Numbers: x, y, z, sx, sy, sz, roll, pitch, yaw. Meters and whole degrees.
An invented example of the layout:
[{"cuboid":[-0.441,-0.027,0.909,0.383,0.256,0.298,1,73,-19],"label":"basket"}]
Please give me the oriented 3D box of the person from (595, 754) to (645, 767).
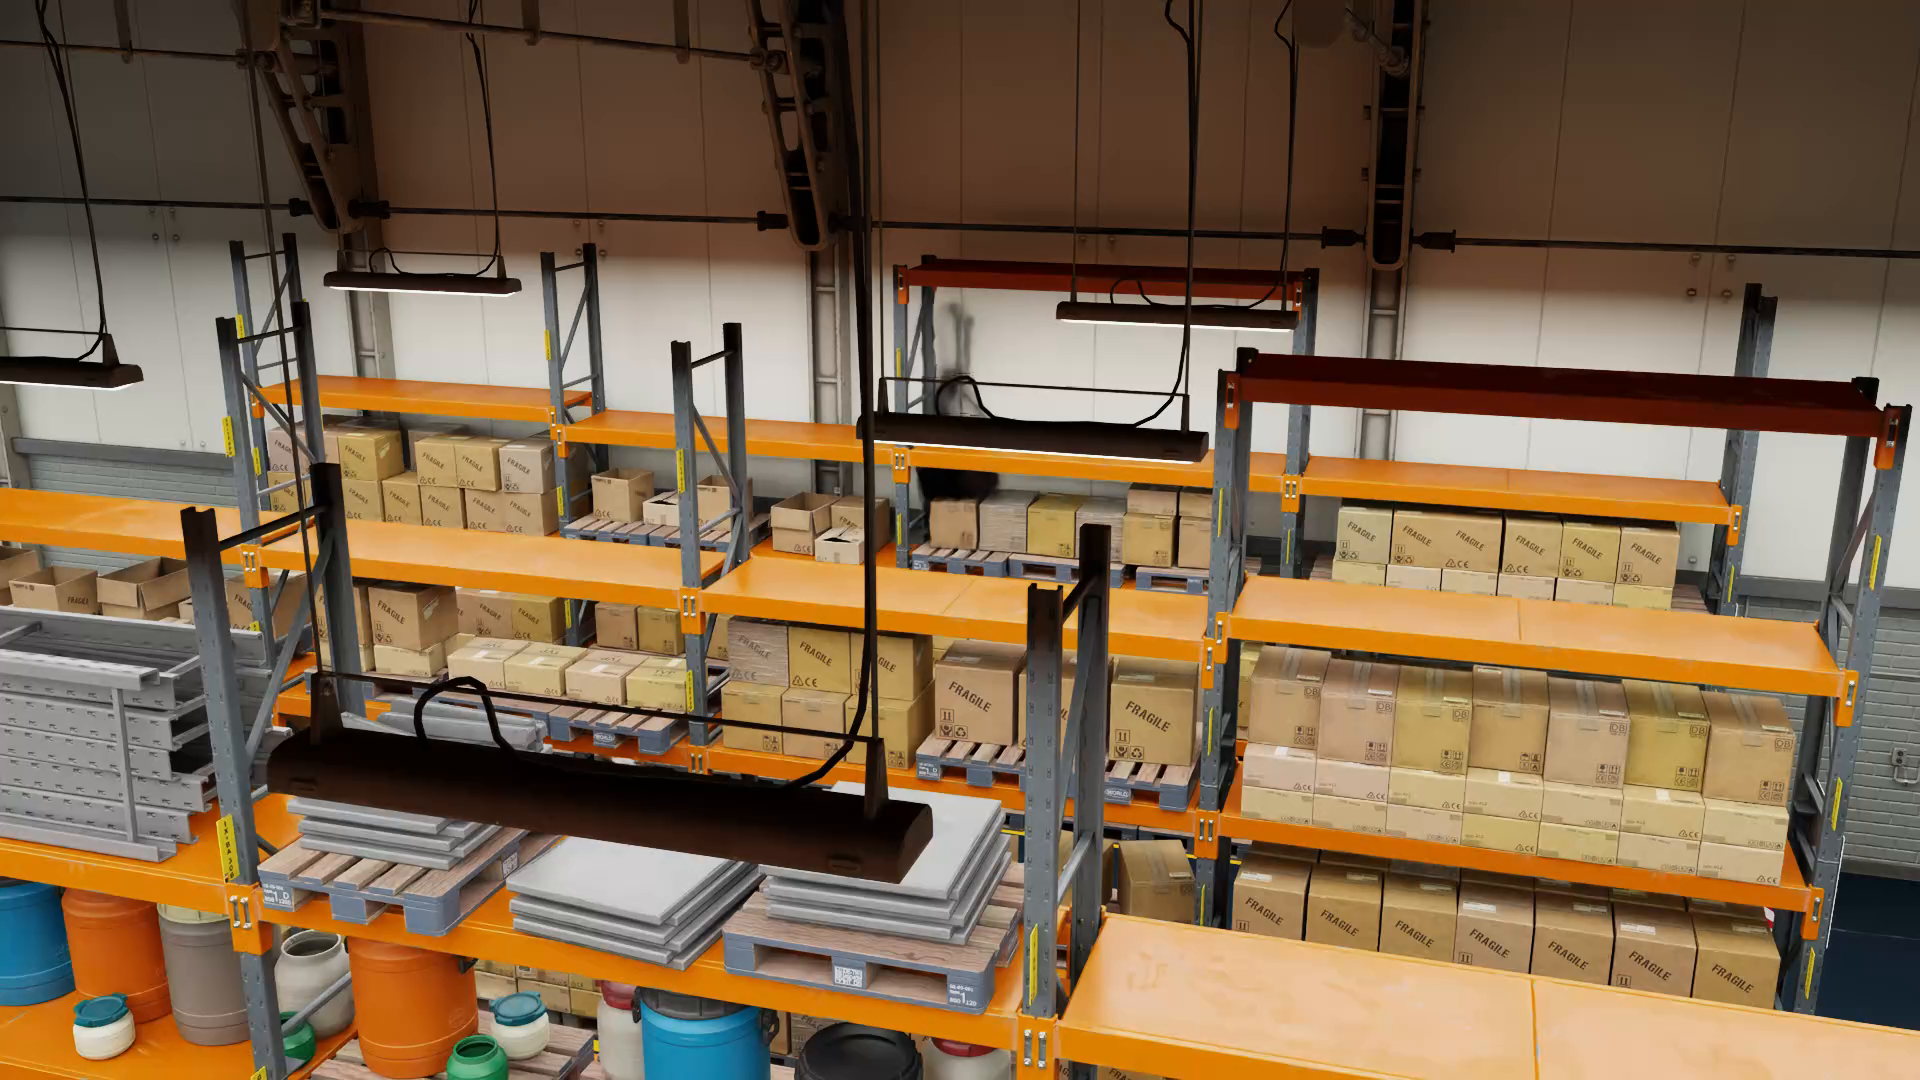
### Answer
[{"cuboid":[-3.339,2.656,16.881,0.815,1.479,0.591,-2,16,-6],"label":"person"}]
